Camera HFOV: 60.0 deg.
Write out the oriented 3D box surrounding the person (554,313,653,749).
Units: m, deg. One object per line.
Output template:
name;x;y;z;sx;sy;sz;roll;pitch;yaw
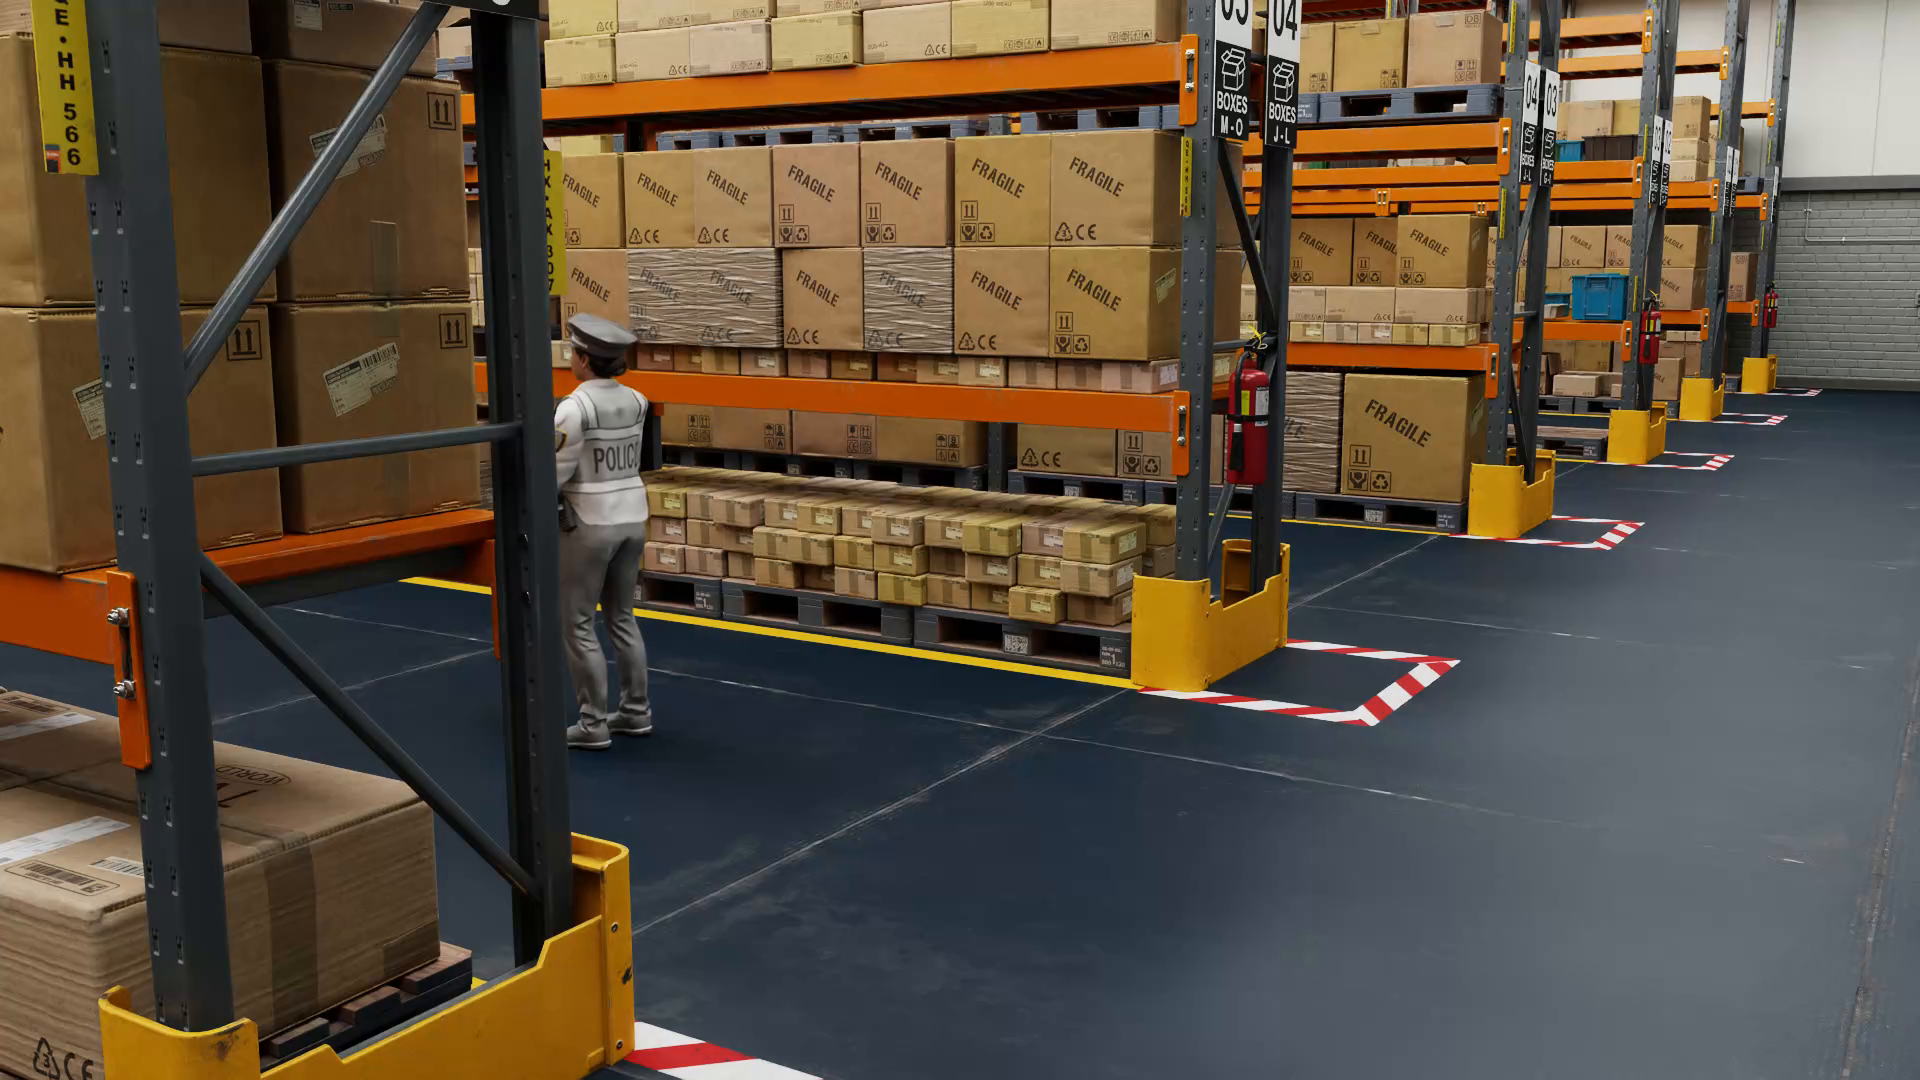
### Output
person;-1.475;-0.042;6.536;0.517;1.692;0.482;6;11;31
